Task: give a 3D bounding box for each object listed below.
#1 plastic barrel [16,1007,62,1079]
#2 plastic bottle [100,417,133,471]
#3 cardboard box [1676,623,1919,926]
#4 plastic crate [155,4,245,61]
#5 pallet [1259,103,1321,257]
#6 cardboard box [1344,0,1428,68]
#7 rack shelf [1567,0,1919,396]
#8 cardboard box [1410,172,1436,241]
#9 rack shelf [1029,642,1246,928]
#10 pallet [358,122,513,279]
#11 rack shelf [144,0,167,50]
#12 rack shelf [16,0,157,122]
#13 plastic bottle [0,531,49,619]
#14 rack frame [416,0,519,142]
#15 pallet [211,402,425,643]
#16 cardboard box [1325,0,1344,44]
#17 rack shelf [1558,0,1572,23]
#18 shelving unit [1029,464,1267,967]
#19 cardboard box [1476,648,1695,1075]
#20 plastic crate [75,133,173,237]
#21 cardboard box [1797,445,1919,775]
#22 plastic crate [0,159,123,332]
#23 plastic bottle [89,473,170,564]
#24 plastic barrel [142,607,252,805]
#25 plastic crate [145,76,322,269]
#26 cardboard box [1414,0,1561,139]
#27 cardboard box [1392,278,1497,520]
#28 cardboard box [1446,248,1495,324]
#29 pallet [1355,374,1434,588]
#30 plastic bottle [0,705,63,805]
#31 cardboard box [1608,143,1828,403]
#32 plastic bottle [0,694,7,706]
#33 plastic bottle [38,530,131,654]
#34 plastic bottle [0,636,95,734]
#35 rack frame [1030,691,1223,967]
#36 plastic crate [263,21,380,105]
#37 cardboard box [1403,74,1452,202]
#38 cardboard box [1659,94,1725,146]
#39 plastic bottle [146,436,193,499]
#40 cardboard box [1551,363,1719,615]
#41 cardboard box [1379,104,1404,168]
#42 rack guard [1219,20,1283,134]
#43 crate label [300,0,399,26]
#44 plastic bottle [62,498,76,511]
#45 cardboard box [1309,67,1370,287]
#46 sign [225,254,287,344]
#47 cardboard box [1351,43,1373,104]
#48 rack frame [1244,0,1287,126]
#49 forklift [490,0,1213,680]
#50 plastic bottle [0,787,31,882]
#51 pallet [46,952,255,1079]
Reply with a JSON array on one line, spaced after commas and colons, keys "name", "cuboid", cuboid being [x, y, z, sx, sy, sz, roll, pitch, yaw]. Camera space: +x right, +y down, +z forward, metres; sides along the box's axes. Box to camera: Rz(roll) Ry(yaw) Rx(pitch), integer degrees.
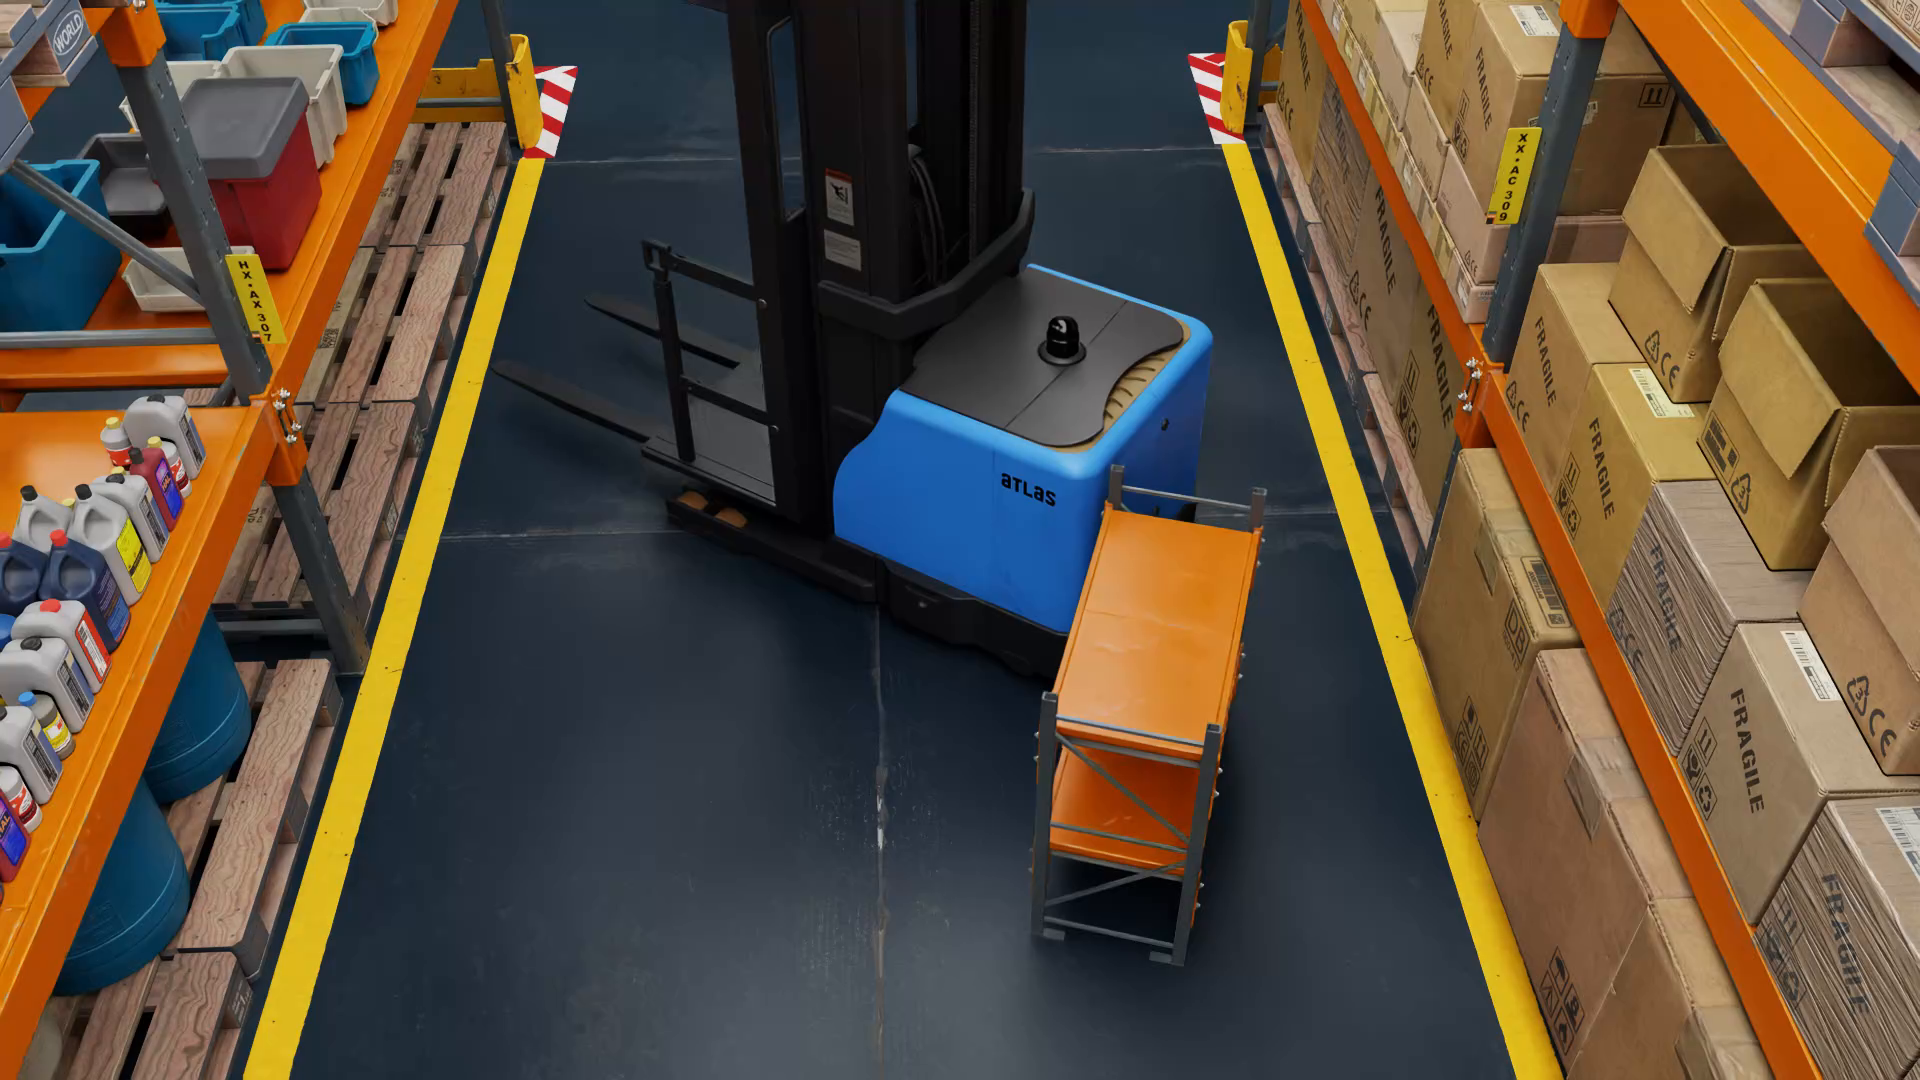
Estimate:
[{"name": "plastic barrel", "cuboid": [-2.751, 1.367, 4.569, 0.421, 0.512, 0.421, 0, 43, 0]}, {"name": "plastic bottle", "cuboid": [-2.505, -0.278, 4.981, 0.097, 0.201, 0.097, 0, 43, 0]}, {"name": "cardboard box", "cuboid": [2.067, 0.540, 3.867, 0.500, 0.500, 0.500, -1, 43, -1]}, {"name": "plastic crate", "cuboid": [-3.141, -2.018, 6.811, 0.416, 0.233, 0.300, -2, 43, -2]}, {"name": "pallet", "cuboid": [2.169, -1.902, 8.668, 1.003, 0.211, 1.213, -2, 43, -2]}, {"name": "cardboard box", "cuboid": [1.882, -2.147, 6.764, 0.500, 0.250, 0.500, -2, 43, -3]}, {"name": "rack shelf", "cuboid": [2.312, -0.257, 3.123, 1.077, 0.370, 4.000, -2, 43, -2]}, {"name": "cardboard box", "cuboid": [1.865, -1.218, 6.044, 0.380, 0.149, 0.250, -2, 43, -3]}, {"name": "rack shelf", "cuboid": [0.599, 0.735, 5.477, 0.538, 0.278, 1.000, 10, 43, 11]}, {"name": "pallet", "cuboid": [-2.895, -1.739, 8.491, 1.003, 0.211, 1.213, -2, 43, -2]}, {"name": "rack shelf", "cuboid": [-2.806, -2.815, 5.914, 1.077, 0.370, 4.000, -2, 43, -2]}, {"name": "rack shelf", "cuboid": [-2.636, -0.115, 2.968, 1.077, 0.370, 4.000, -2, 43, -2]}, {"name": "plastic bottle", "cuboid": [-2.492, 0.134, 4.421, 0.144, 0.351, 0.185, -2, 43, -2]}, {"name": "rack frame", "cuboid": [-2.891, -3.325, 8.158, 1.000, 3.000, 0.127, -2, 43, -2]}, {"name": "pallet", "cuboid": [-2.791, -0.092, 6.694, 1.003, 0.211, 1.213, -2, 43, -2]}, {"name": "cardboard box", "cuboid": [1.800, -2.257, 7.179, 0.380, 0.149, 0.250, -2, 43, -2]}, {"name": "rack shelf", "cuboid": [2.142, -2.957, 6.069, 1.077, 0.370, 4.000, -2, 43, -2]}, {"name": "shelving unit", "cuboid": [0.599, 0.555, 5.312, 0.538, 1.125, 1.048, 10, 43, 11]}, {"name": "cardboard box", "cuboid": [2.313, 0.896, 4.814, 1.225, 0.875, 0.875, -3, 43, -3]}, {"name": "plastic crate", "cuboid": [-3.037, -1.293, 6.100, 0.437, 0.125, 0.590, -2, 43, -2]}, {"name": "cardboard box", "cuboid": [2.322, 0.140, 3.561, 0.797, 0.503, 0.637, 0, 43, 0]}, {"name": "plastic crate", "cuboid": [-3.082, -0.946, 5.530, 0.392, 0.384, 0.575, -2, 43, -2]}, {"name": "plastic bottle", "cuboid": [-2.366, -0.075, 4.704, 0.152, 0.276, 0.135, -2, 43, -2]}, {"name": "plastic barrel", "cuboid": [-2.715, 0.362, 5.377, 0.600, 0.901, 0.708, -2, 43, -2]}, {"name": "plastic crate", "cuboid": [-2.509, -1.280, 5.835, 0.402, 0.464, 0.583, -2, 43, -2]}, {"name": "cardboard box", "cuboid": [1.923, -1.739, 5.763, 0.500, 0.500, 0.500, -1, 43, -1]}, {"name": "cardboard box", "cuboid": [2.279, -0.586, 6.431, 0.875, 0.875, 0.875, -2, 43, -2]}, {"name": "cardboard box", "cuboid": [1.887, -0.871, 5.666, 0.380, 0.149, 0.250, -1, 43, -2]}, {"name": "pallet", "cuboid": [2.273, -0.254, 6.871, 1.003, 0.211, 1.213, -2, 43, -2]}, {"name": "plastic bottle", "cuboid": [-2.329, 0.512, 4.063, 0.152, 0.276, 0.135, -2, 43, -2]}, {"name": "cardboard box", "cuboid": [2.263, -0.742, 4.524, 0.797, 0.503, 0.637, -3, 43, -3]}, {"name": "plastic bottle", "cuboid": [-2.463, 0.374, 4.218, 0.097, 0.271, 0.097, 0, 43, 0]}, {"name": "plastic bottle", "cuboid": [-2.348, 0.130, 4.425, 0.144, 0.351, 0.185, -2, 43, -2]}, {"name": "plastic bottle", "cuboid": [-2.339, 0.356, 4.234, 0.152, 0.276, 0.135, -2, 43, -2]}, {"name": "rack frame", "cuboid": [0.471, 0.887, 4.949, 0.500, 1.125, 0.032, 10, 43, 11]}, {"name": "plastic crate", "cuboid": [-2.548, -1.906, 6.689, 0.416, 0.233, 0.300, -2, 43, -2]}, {"name": "cardboard box", "cuboid": [1.922, -1.461, 6.015, 0.500, 0.250, 0.500, 0, 43, -1]}, {"name": "cardboard box", "cuboid": [2.462, -1.428, 5.424, 0.500, 0.500, 0.500, -2, 43, -2]}, {"name": "plastic bottle", "cuboid": [-2.349, -0.217, 4.914, 0.097, 0.201, 0.097, 0, 43, 0]}, {"name": "cardboard box", "cuboid": [2.019, -0.146, 4.616, 0.500, 0.500, 0.500, -2, 43, -2]}, {"name": "cardboard box", "cuboid": [1.843, -1.565, 6.424, 0.380, 0.149, 0.250, -1, 43, -1]}, {"name": "rack guard", "cuboid": [2.056, -2.562, 9.175, 1.175, 0.500, 0.348, -2, 43, -2]}, {"name": "crate label", "cuboid": [-2.642, -2.321, 7.213, 0.396, 0.136, 0.243, -2, 43, -2]}, {"name": "plastic bottle", "cuboid": [-2.490, -0.032, 4.712, 0.097, 0.201, 0.097, 0, 43, 0]}, {"name": "cardboard box", "cuboid": [2.203, -1.795, 7.750, 0.875, 0.875, 0.875, -2, 43, -2]}, {"name": "sign", "cuboid": [-2.172, -0.741, 5.134, 0.100, 0.325, 0.005, -2, 43, -2]}, {"name": "cardboard box", "cuboid": [1.822, -1.910, 6.800, 0.380, 0.149, 0.250, -1, 43, -1]}, {"name": "rack frame", "cuboid": [2.057, -3.467, 8.313, 1.000, 3.000, 0.127, -2, 43, -2]}, {"name": "forklift", "cuboid": [-0.590, -1.324, 6.025, 3.031, 2.935, 1.130, 23, 47, 23]}, {"name": "plastic bottle", "cuboid": [-2.274, 0.665, 3.891, 0.061, 0.283, 0.133, -2, 43, -2]}, {"name": "pallet", "cuboid": [-2.675, 1.751, 4.683, 1.003, 0.211, 1.213, -2, 43, -2]}]
